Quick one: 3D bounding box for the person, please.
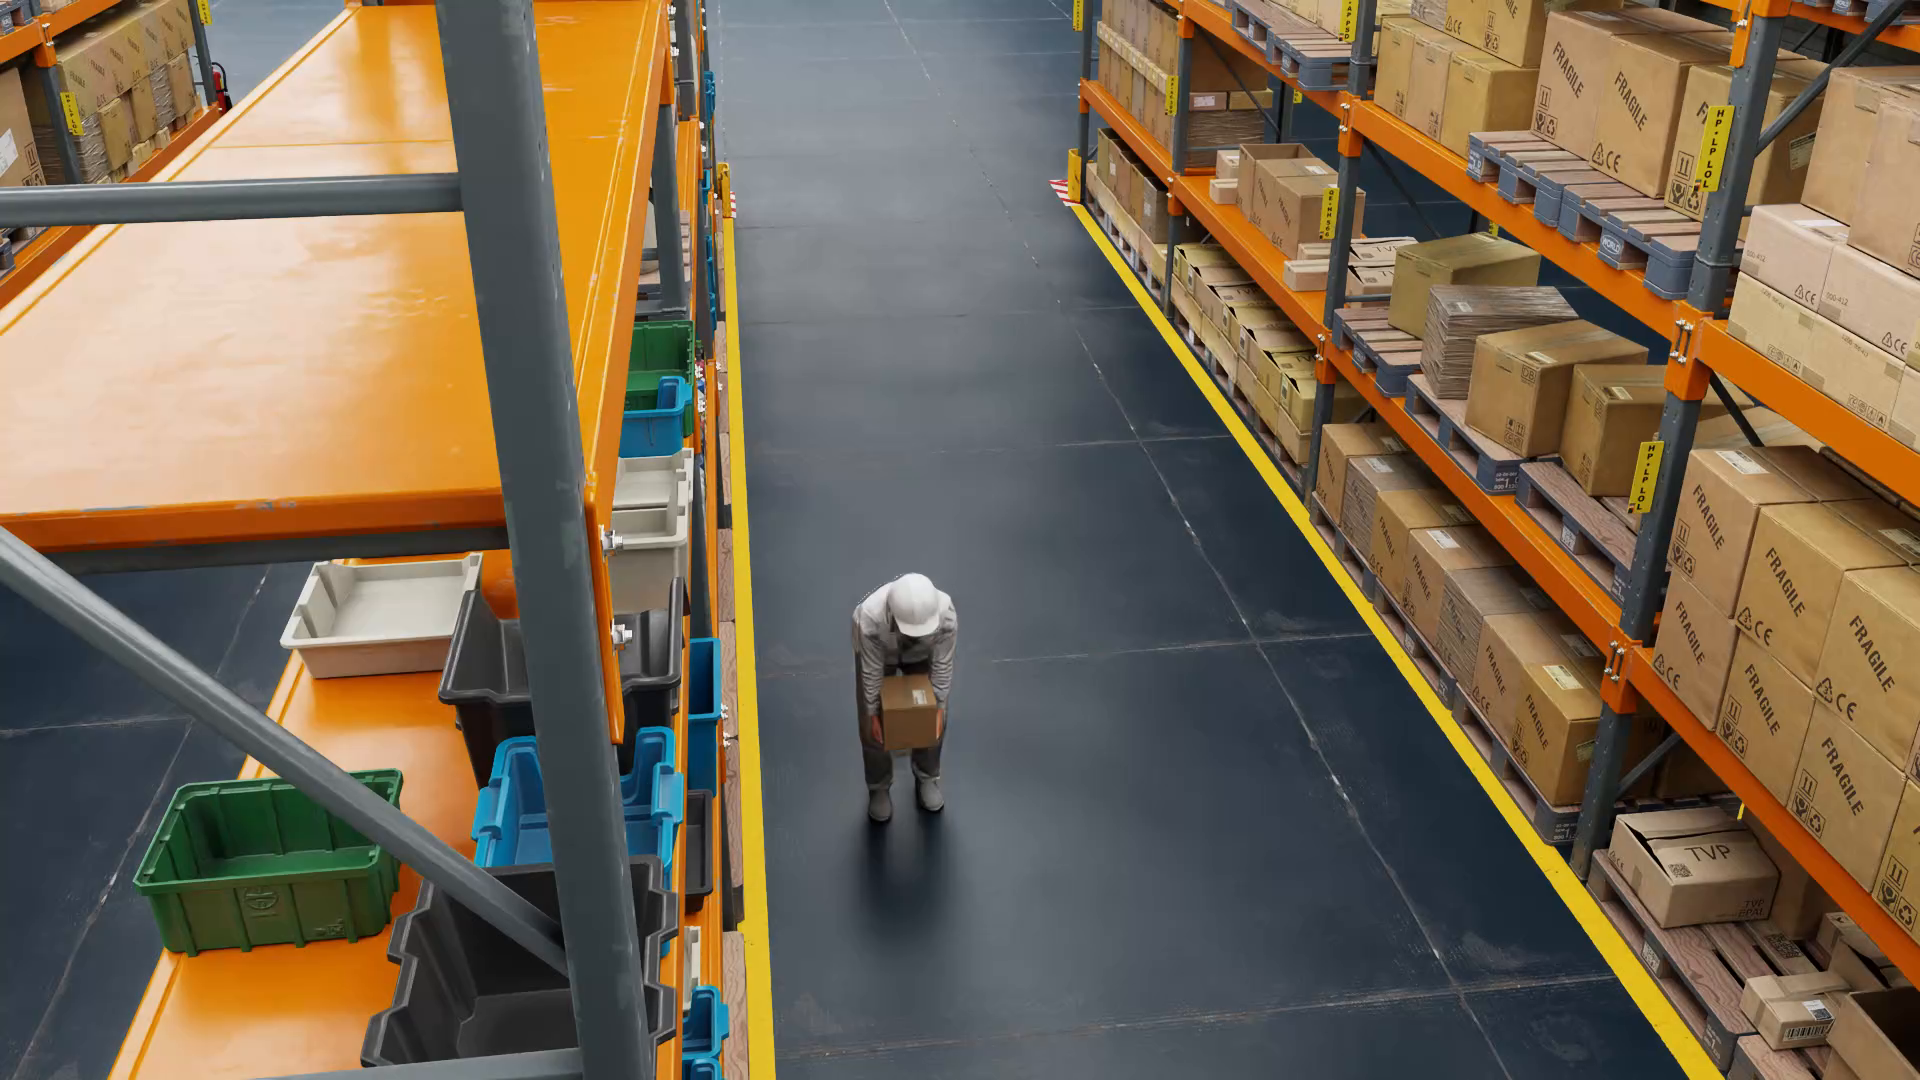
[{"bbox_3d":[-0.256,0.709,7.956,0.469,1.527,0.841,-4,27,-8],"label":"person"}]
